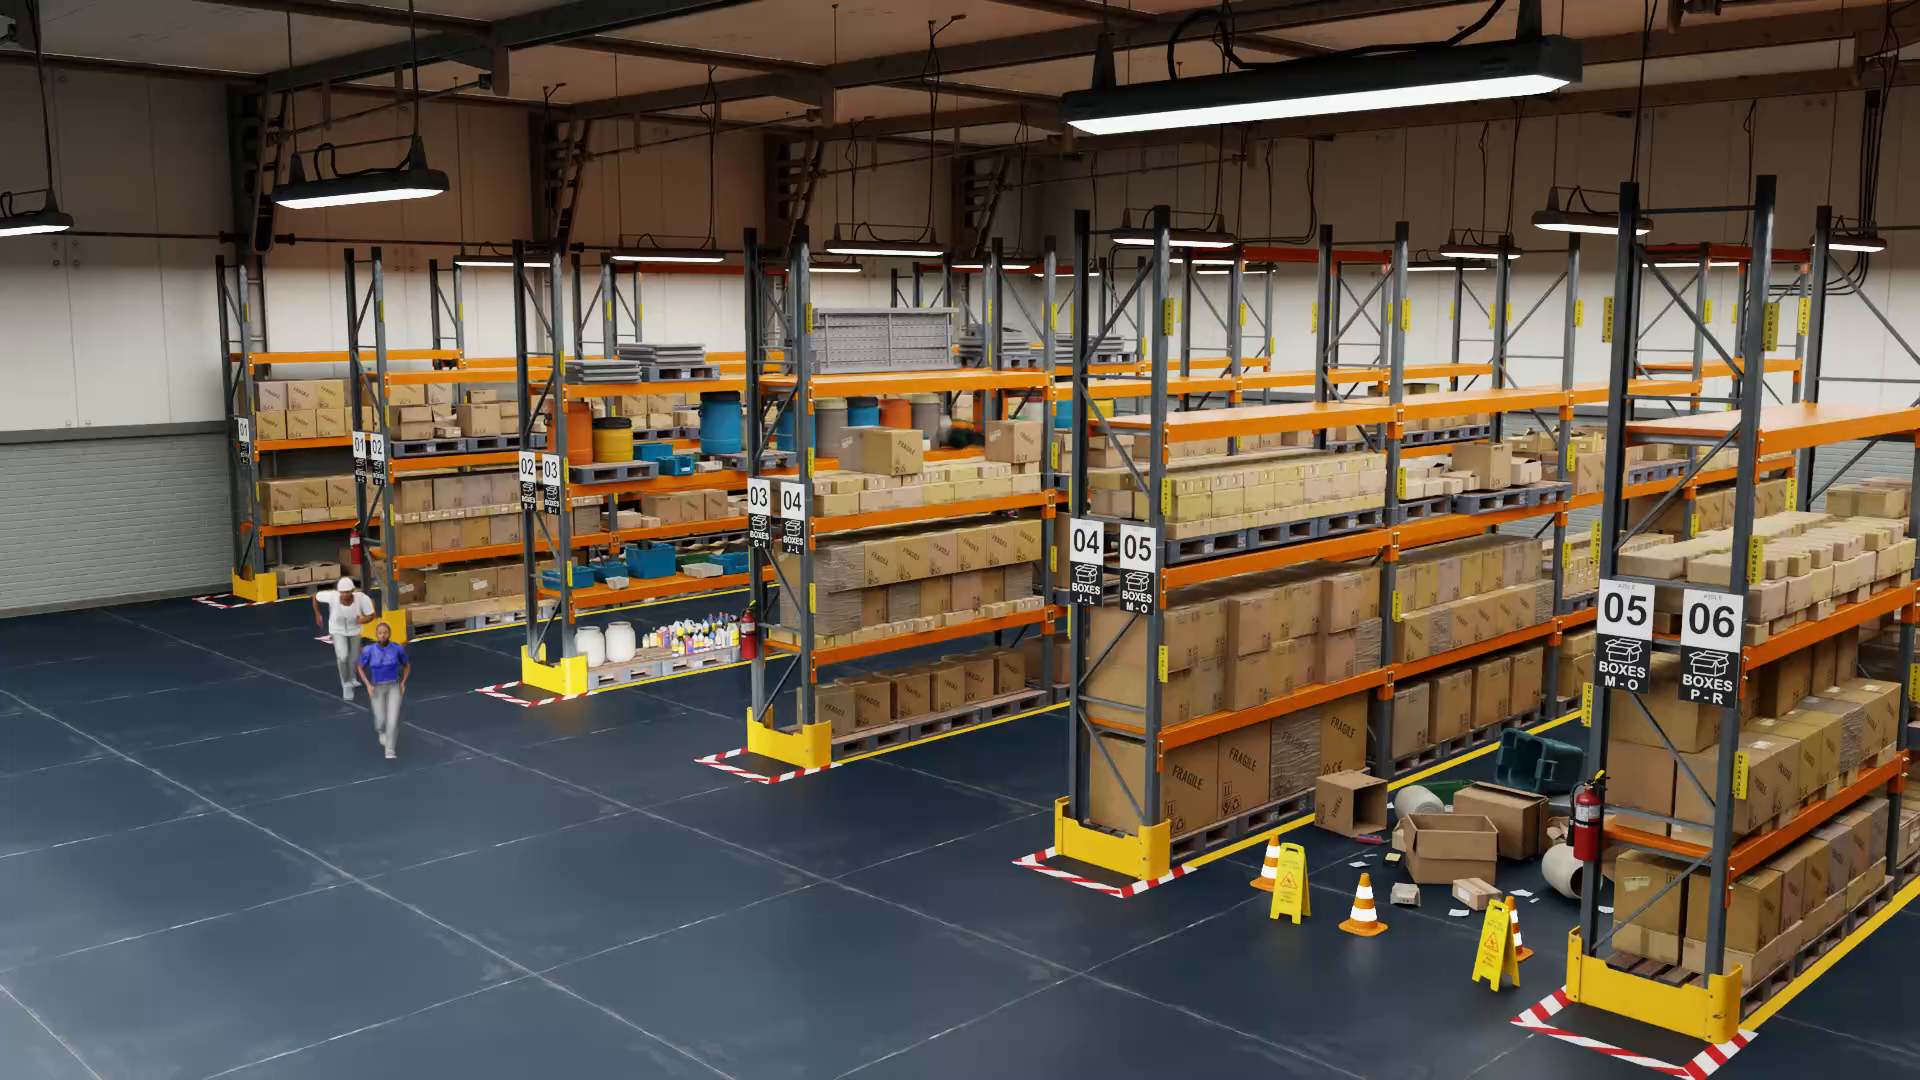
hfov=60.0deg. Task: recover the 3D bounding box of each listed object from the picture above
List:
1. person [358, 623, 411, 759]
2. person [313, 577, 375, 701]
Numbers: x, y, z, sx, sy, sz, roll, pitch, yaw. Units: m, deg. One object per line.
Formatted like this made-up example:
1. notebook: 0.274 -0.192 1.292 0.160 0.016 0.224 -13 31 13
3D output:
1. person: -6.577 1.705 19.040 0.572 1.581 0.606 -3 9 -20
2. person: -8.101 1.283 21.922 0.746 1.689 0.998 -3 9 -22
